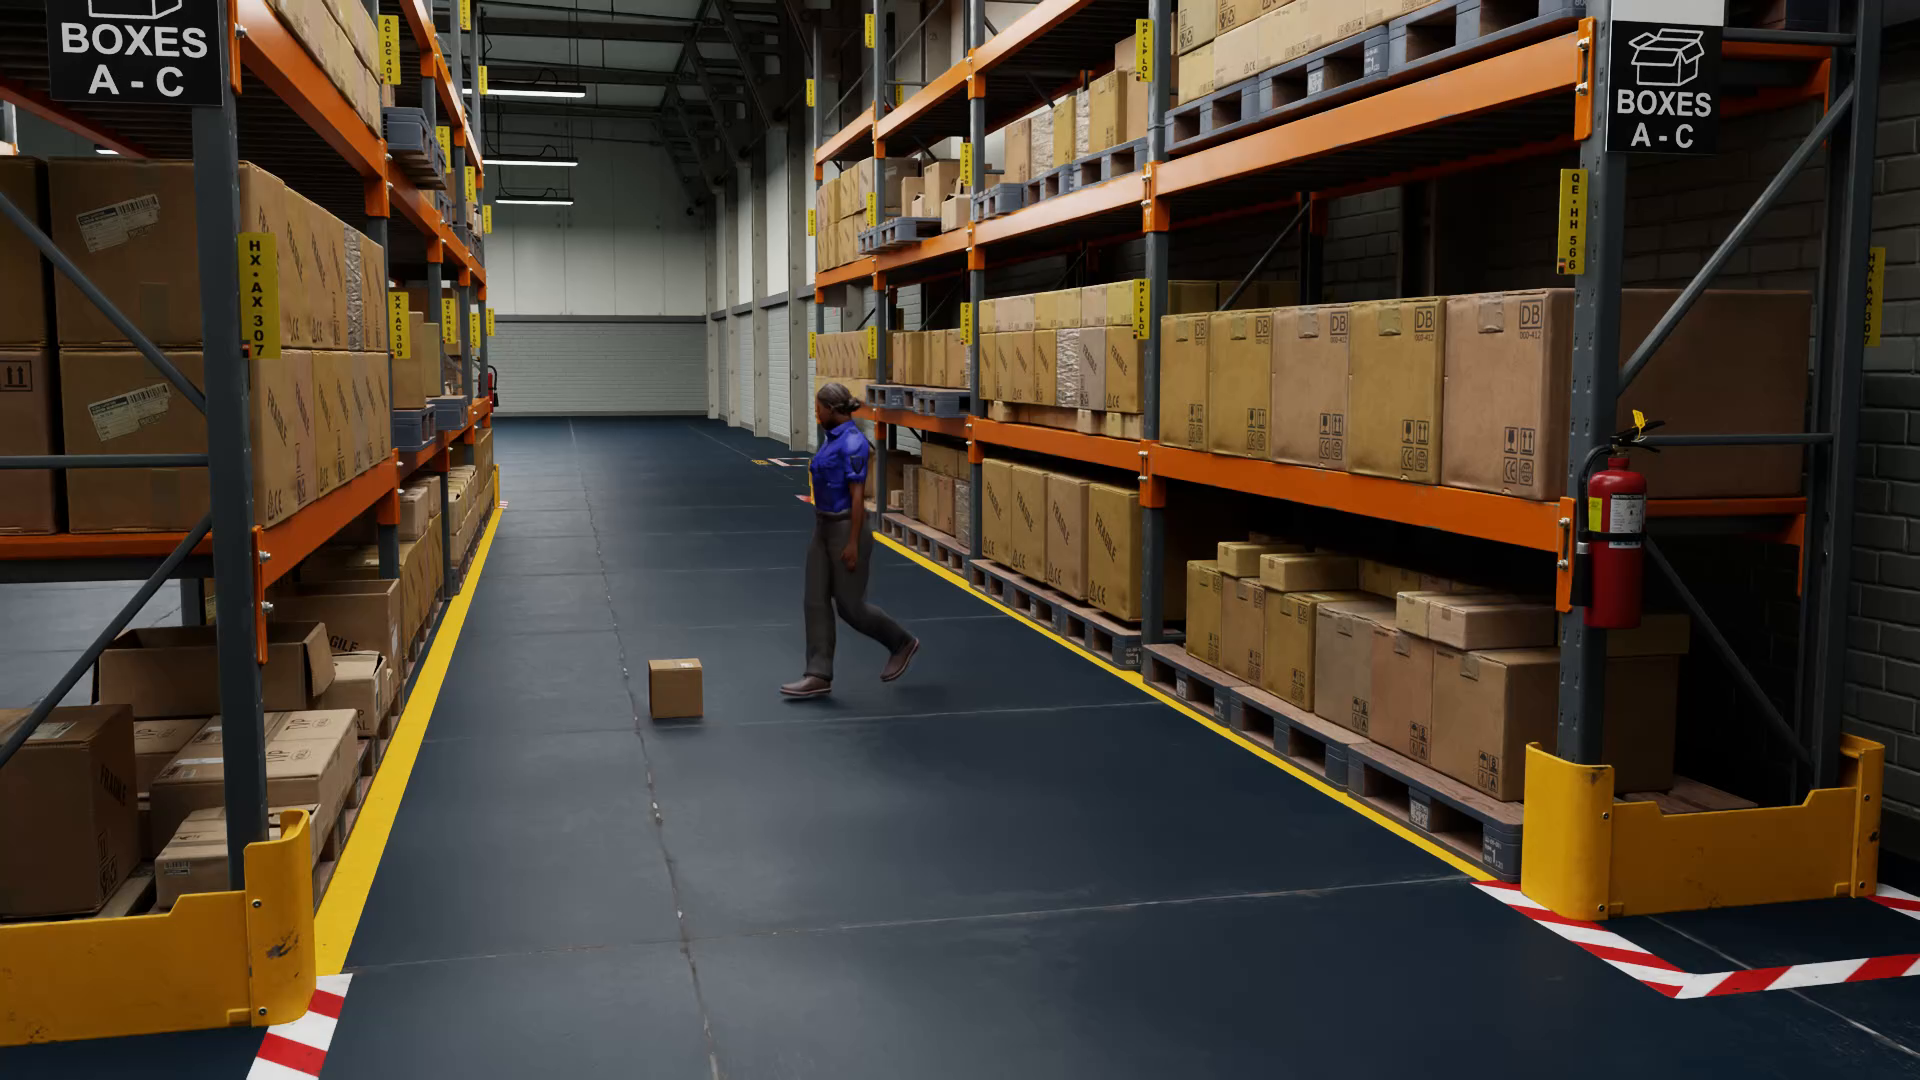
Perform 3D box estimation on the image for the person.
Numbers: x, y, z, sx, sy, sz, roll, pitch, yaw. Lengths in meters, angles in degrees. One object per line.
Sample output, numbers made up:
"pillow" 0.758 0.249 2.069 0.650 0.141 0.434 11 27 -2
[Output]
"person" -0.628 -0.012 8.707 0.666 1.641 0.478 -4 7 -30
